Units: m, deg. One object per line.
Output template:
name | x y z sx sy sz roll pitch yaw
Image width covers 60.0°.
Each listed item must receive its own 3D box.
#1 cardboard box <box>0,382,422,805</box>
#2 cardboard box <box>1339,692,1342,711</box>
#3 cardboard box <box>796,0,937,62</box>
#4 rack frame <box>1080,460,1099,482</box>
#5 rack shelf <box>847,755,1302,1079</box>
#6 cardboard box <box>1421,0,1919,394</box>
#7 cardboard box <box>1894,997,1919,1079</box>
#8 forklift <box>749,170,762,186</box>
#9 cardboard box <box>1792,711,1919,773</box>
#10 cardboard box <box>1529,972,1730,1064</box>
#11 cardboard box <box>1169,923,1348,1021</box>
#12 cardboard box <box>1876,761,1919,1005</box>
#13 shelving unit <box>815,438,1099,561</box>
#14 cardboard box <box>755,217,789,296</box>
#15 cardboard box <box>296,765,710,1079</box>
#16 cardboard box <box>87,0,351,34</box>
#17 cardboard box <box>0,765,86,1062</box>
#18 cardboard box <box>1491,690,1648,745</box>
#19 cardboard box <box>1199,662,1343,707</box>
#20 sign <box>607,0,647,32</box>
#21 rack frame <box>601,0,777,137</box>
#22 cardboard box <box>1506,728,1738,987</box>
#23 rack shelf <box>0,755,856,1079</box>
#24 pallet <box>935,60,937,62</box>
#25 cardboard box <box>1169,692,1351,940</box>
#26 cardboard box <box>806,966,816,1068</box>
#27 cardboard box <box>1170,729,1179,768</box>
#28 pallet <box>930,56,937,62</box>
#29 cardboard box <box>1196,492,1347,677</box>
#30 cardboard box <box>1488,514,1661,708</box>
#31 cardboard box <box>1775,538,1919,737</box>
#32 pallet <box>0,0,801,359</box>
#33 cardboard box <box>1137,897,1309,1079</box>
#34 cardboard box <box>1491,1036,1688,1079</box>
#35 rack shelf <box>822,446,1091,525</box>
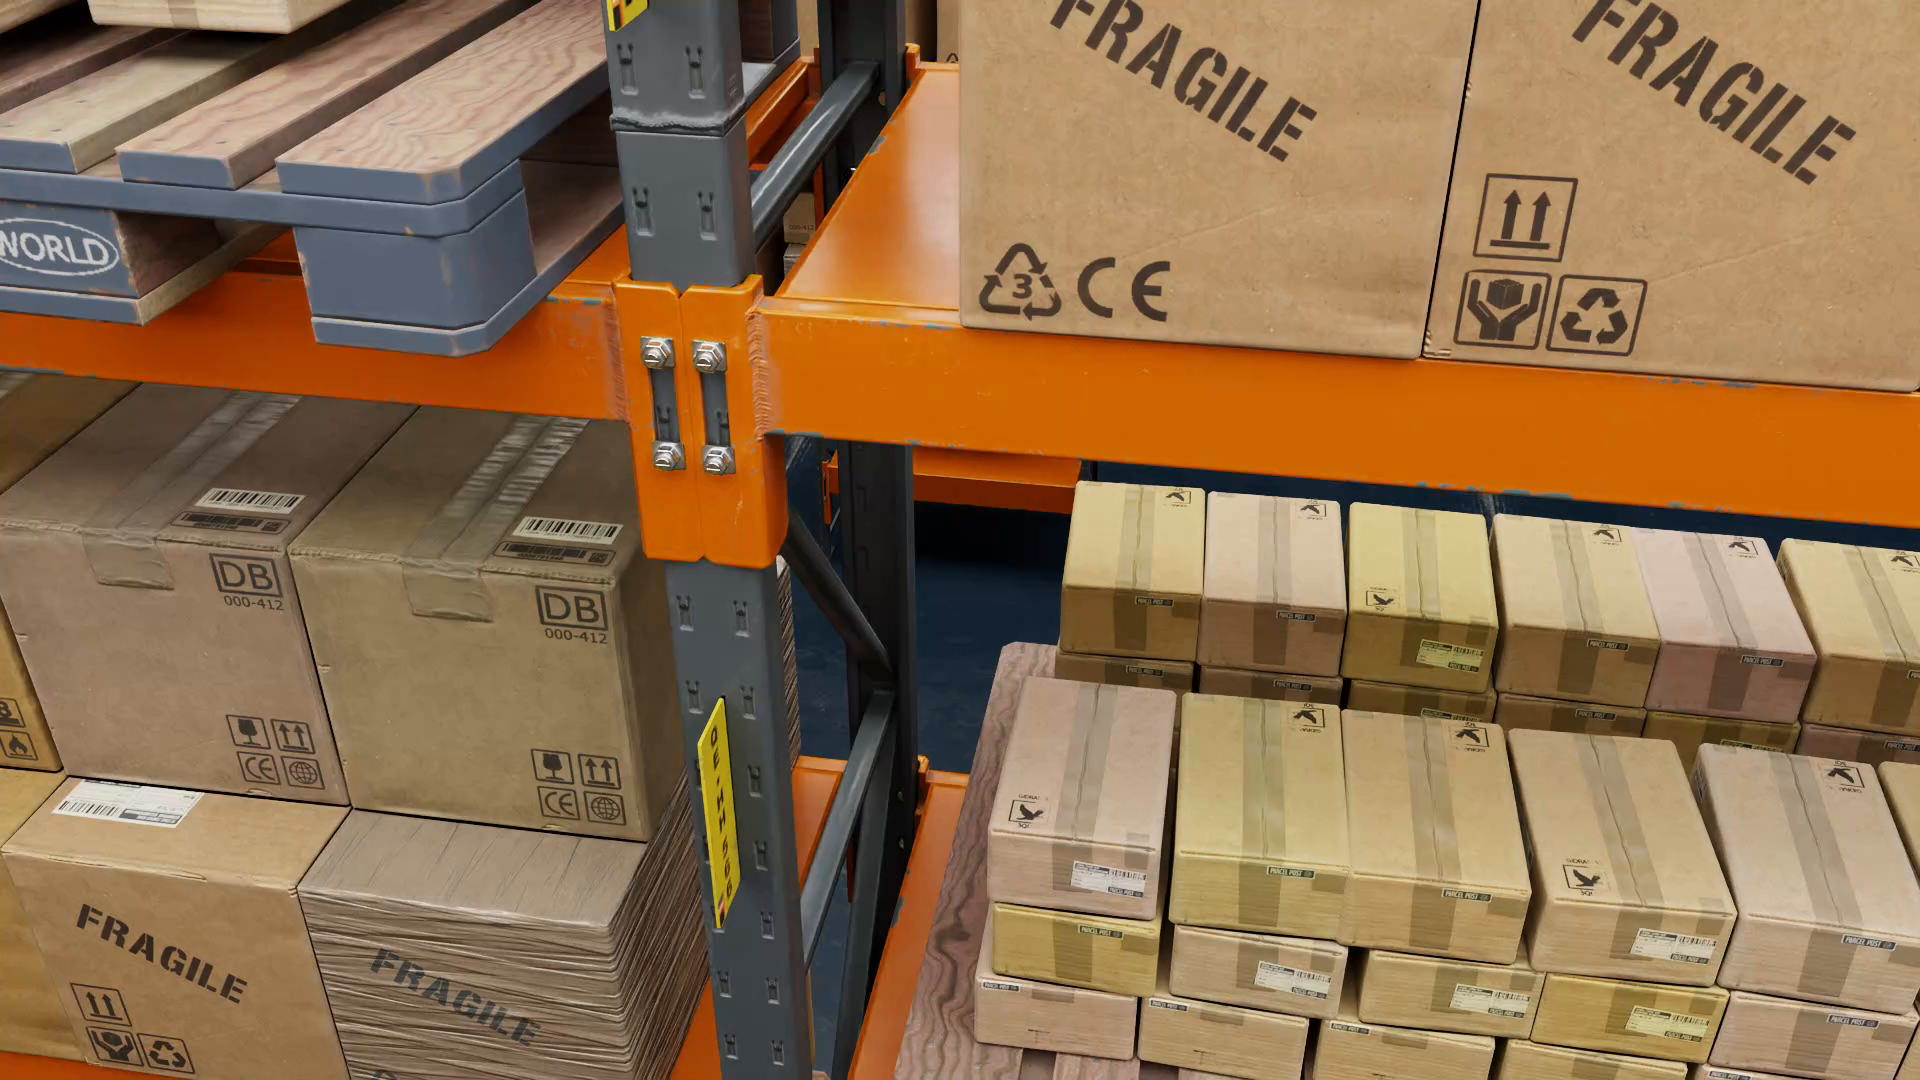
cardboard box | -1.172 0.015 2.862 0.500 0.500 0.700 5 32 8
cardboard box | 0.829 0.349 3.206 0.250 0.149 0.380 6 32 9
cardboard box | -0.405 -2.259 7.042 0.500 0.500 0.700 10 33 15
rack frame | 0.508 -0.431 6.378 0.032 1.125 0.500 5 32 8
rack shelf | 1.739 1.055 2.916 4.000 0.370 1.077 5 32 8
cardboard box | 0.780 -0.511 1.819 0.500 0.500 0.500 5 32 8
cardboard box | 1.480 0.636 2.467 0.250 0.149 0.380 5 32 8
forklift | -1.460 -3.023 8.816 3.031 2.935 1.130 5 32 9
cardboard box | 1.603 0.294 3.014 0.250 0.149 0.380 6 33 9
cardboard box | 0.990 0.589 2.542 0.250 0.149 0.380 5 32 8
cardboard box | 0.478 0.545 2.613 0.250 0.149 0.380 7 33 11
cardboard box | 1.486 0.507 2.394 0.250 0.149 0.380 6 33 10
shelving unit | 0.007 -0.476 6.451 1.048 1.125 0.538 5 32 8
cardboard box | -1.071 -1.280 7.909 0.500 0.500 0.700 8 33 12
cardboard box | -0.722 0.629 2.823 0.500 0.500 0.500 5 32 8
cardboard box | -0.860 -0.760 2.040 0.250 0.166 0.380 5 32 8
cardboard box | -1.706 0.539 2.967 0.500 0.500 0.500 5 32 7
cardboard box | 1.101 0.247 3.088 0.250 0.149 0.380 5 32 8
cardboard box | 0.594 0.203 3.160 0.250 0.149 0.380 6 33 10
sign | -0.334 -0.663 1.593 0.005 0.325 0.100 5 32 8
rack frame | -0.232 -1.972 1.418 0.127 3.000 1.000 5 32 8
cardboard box | 0.958 0.461 2.467 0.250 0.149 0.380 4 32 6
rack shelf | -2.204 0.698 3.486 4.000 0.370 1.077 5 32 8
pallet | -0.421 -3.622 12.337 1.213 0.211 1.003 5 32 8
cardboard box | 0.456 0.413 2.544 0.250 0.149 0.380 4 32 7
cardboard box | -0.818 1.246 3.658 0.750 0.750 1.050 5 32 8
cardboard box | 0.331 0.303 3.279 0.250 0.149 0.380 6 32 9
pallet | -0.019 -1.940 7.204 1.003 0.211 1.213 5 32 8
cardboard box | 0.575 0.075 3.083 0.250 0.149 0.380 5 32 8
cardboard box | 1.097 0.120 3.011 0.250 0.149 0.380 6 33 10
cardboard box | 1.602 0.168 2.934 0.250 0.149 0.380 7 33 11
pallet | -0.876 -0.650 2.312 1.003 0.211 1.213 7 33 10
cardboard box | 0.439 0.669 2.694 0.250 0.149 0.380 7 33 11
cardboard box | 0.971 0.716 2.619 0.250 0.149 0.380 7 33 10
rack shelf | 0.007 -0.269 6.580 1.000 0.278 0.538 5 32 8
